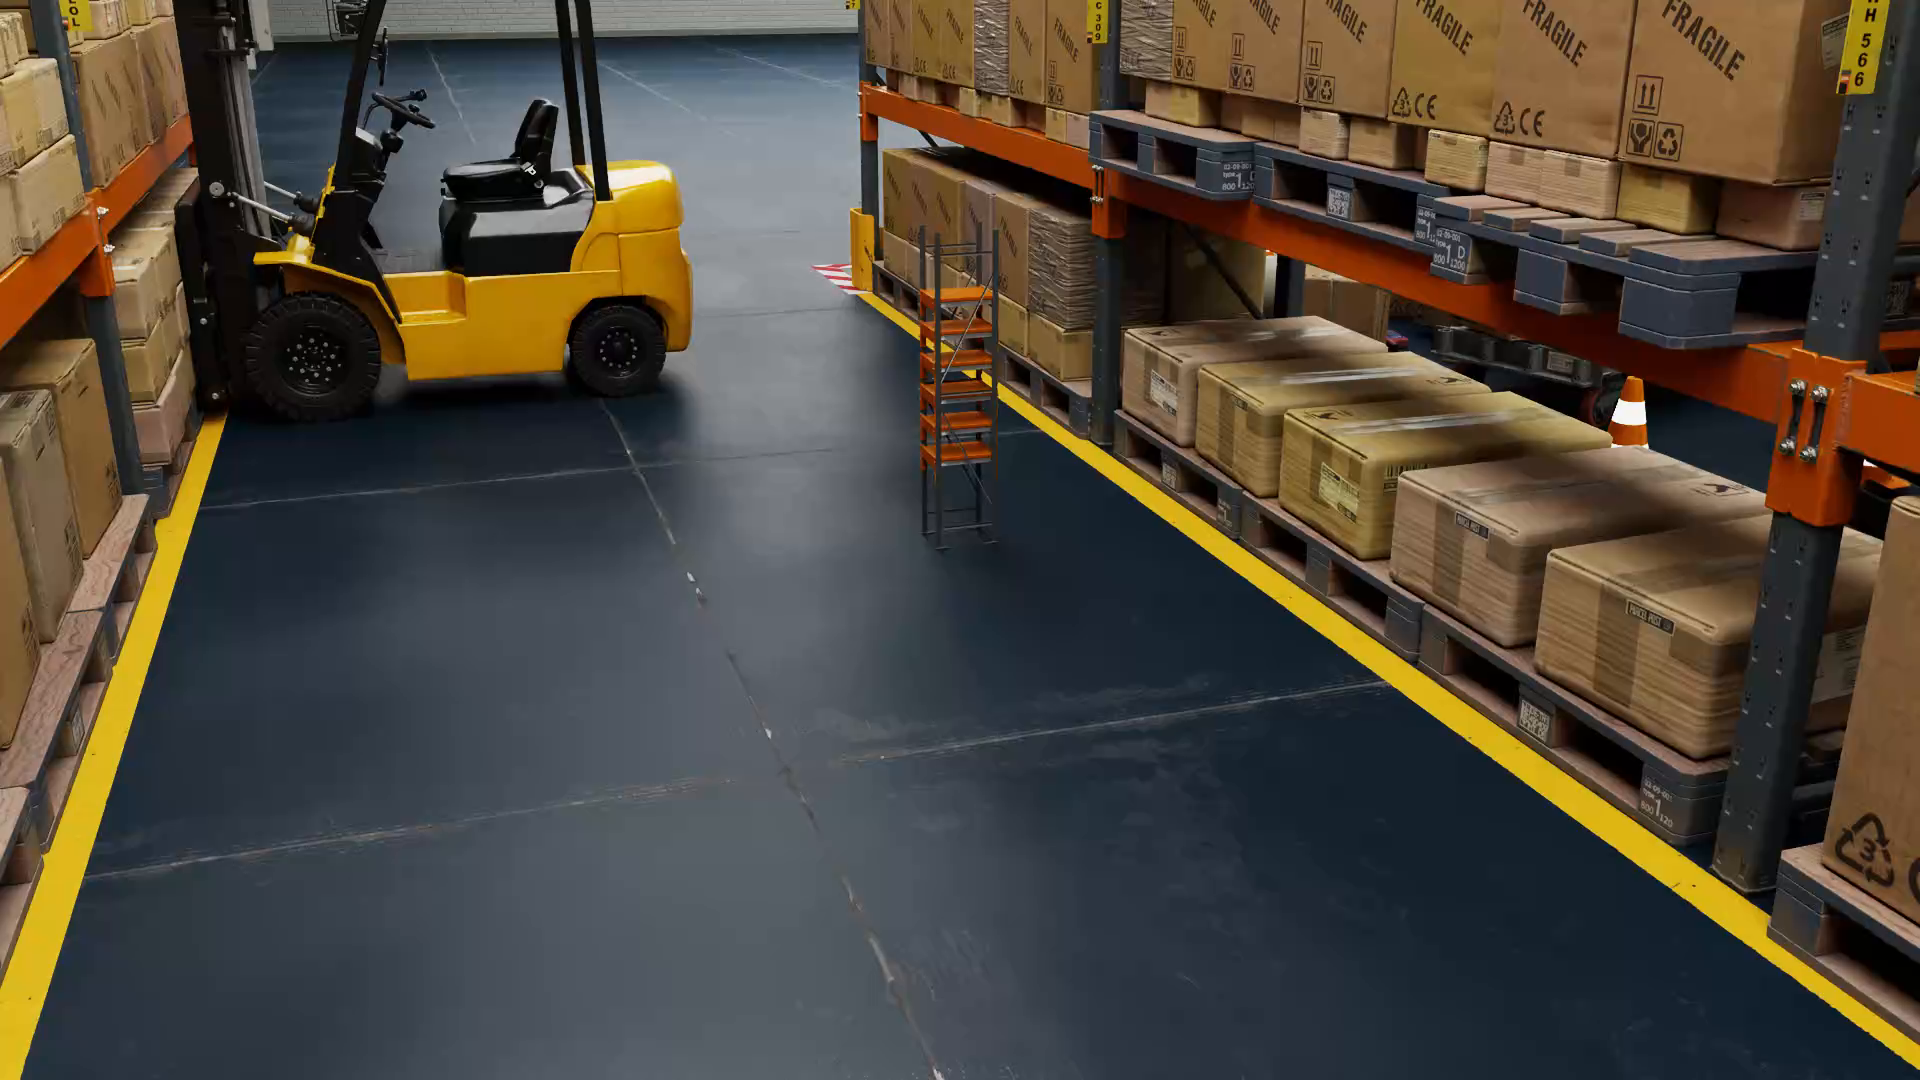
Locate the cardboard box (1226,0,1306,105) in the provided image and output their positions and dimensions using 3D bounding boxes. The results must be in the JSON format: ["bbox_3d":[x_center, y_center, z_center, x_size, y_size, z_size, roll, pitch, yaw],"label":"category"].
[{"bbox_3d":[1.269,-1.788,5.748,0.500,0.500,0.500,-7,21,-18],"label":"cardboard box"}]

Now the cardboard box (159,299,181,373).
[{"bbox_3d":[-3.636,-0.865,7.093,0.500,0.250,0.500,-6,21,-17],"label":"cardboard box"}]

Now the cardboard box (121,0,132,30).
[{"bbox_3d":[-3.935,-2.357,7.435,0.380,0.149,0.250,-7,21,-18],"label":"cardboard box"}]

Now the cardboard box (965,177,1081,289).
[{"bbox_3d":[0.330,-1.649,8.908,0.500,0.500,0.500,-5,20,-14],"label":"cardboard box"}]

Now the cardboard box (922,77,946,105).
[{"bbox_3d":[-0.005,-2.600,9.590,0.380,0.149,0.250,-6,21,-16],"label":"cardboard box"}]

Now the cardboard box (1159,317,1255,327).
[{"bbox_3d":[1.165,-1.027,8.284,0.500,0.250,0.500,-7,21,-20],"label":"cardboard box"}]

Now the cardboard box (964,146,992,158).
[{"bbox_3d":[0.336,-2.216,10.485,0.500,0.500,0.500,-6,21,-17],"label":"cardboard box"}]

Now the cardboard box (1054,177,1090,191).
[{"bbox_3d":[0.824,-1.717,9.095,0.500,0.500,0.500,-5,20,-14],"label":"cardboard box"}]

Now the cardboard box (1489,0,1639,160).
[{"bbox_3d":[1.771,-1.287,4.353,0.500,0.500,0.500,-7,21,-18],"label":"cardboard box"}]

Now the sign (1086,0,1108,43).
[{"bbox_3d":[0.581,-2.252,6.969,0.100,0.325,0.005,-6,21,-17],"label":"sign"}]

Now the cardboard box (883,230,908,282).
[{"bbox_3d":[-0.172,-1.804,10.448,0.500,0.250,0.500,-7,21,-18],"label":"cardboard box"}]

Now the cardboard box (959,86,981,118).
[{"bbox_3d":[0.214,-2.347,8.886,0.380,0.149,0.250,-6,21,-17],"label":"cardboard box"}]

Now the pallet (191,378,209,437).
[{"bbox_3d":[-4.214,-0.716,8.097,1.003,0.211,1.213,-6,21,-17],"label":"pallet"}]

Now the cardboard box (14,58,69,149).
[{"bbox_3d":[-3.220,-1.411,5.389,0.500,0.250,0.500,-7,21,-18],"label":"cardboard box"}]

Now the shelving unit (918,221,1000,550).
[{"bbox_3d":[-0.005,-0.569,6.227,0.258,1.200,0.189,-6,21,-17],"label":"shelving unit"}]

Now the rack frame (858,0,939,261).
[{"bbox_3d":[-0.163,-3.189,10.857,1.000,3.000,0.127,-6,21,-17],"label":"rack frame"}]

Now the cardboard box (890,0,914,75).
[{"bbox_3d":[-0.112,-3.028,9.822,0.500,0.500,0.500,-6,21,-16],"label":"cardboard box"}]

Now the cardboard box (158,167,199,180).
[{"bbox_3d":[-4.434,-1.920,9.291,0.500,0.250,0.500,-6,21,-15],"label":"cardboard box"}]

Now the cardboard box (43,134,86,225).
[{"bbox_3d":[-3.210,-1.172,5.464,0.500,0.250,0.500,-6,21,-16],"label":"cardboard box"}]

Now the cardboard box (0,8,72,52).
[{"bbox_3d":[-3.468,-1.859,6.047,0.380,0.149,0.250,-7,21,-18],"label":"cardboard box"}]

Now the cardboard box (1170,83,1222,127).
[{"bbox_3d":[1.038,-1.692,6.441,0.380,0.149,0.250,-6,21,-16],"label":"cardboard box"}]

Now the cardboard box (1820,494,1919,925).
[{"bbox_3d":[2.489,0.411,3.356,0.875,0.875,0.875,-7,21,-18],"label":"cardboard box"}]

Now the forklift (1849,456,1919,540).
[{"bbox_3d":[4.096,-1.371,5.897,1.130,2.935,3.031,-2,20,-5],"label":"forklift"}]

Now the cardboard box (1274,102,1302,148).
[{"bbox_3d":[1.317,-1.443,5.747,0.380,0.149,0.250,-6,21,-17],"label":"cardboard box"}]

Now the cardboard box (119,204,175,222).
[{"bbox_3d":[-3.947,-1.432,7.933,0.500,0.250,0.500,-7,21,-18],"label":"cardboard box"}]

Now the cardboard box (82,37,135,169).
[{"bbox_3d":[-3.688,-1.759,6.728,0.500,0.500,0.500,-6,21,-16],"label":"cardboard box"}]

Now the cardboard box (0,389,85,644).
[{"bbox_3d":[-3.206,-0.040,4.983,0.875,0.625,0.625,-7,21,-18],"label":"cardboard box"}]

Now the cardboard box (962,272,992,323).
[{"bbox_3d":[0.321,-1.303,9.054,0.500,0.250,0.500,-6,21,-16],"label":"cardboard box"}]

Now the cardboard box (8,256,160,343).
[{"bbox_3d":[-3.471,-0.939,6.561,0.500,0.250,0.500,-7,21,-18],"label":"cardboard box"}]

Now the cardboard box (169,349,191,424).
[{"bbox_3d":[-3.629,-0.632,7.184,0.500,0.250,0.500,-7,21,-18],"label":"cardboard box"}]

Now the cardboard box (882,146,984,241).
[{"bbox_3d":[-0.164,-2.149,10.300,0.500,0.500,0.500,-7,21,-19],"label":"cardboard box"}]

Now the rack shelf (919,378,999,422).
[{"bbox_3d":[-0.005,-0.528,6.242,0.258,0.103,0.180,-6,21,-17],"label":"rack shelf"}]

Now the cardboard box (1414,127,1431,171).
[{"bbox_3d":[1.619,-1.198,5.065,0.380,0.149,0.250,-6,21,-17],"label":"cardboard box"}]

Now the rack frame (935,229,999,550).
[{"bbox_3d":[0.024,-0.540,6.145,0.240,1.200,0.006,-6,21,-17],"label":"rack frame"}]

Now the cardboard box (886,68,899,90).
[{"bbox_3d":[-0.253,-2.939,10.534,0.380,0.149,0.250,-6,21,-17],"label":"cardboard box"}]

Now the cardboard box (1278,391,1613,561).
[{"bbox_3d":[1.710,-0.245,5.926,0.950,0.372,0.625,-6,21,-15],"label":"cardboard box"}]

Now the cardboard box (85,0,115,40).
[{"bbox_3d":[-3.666,-2.110,6.745,0.380,0.149,0.250,-6,21,-16],"label":"cardboard box"}]

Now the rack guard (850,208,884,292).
[{"bbox_3d":[-0.139,-1.988,11.211,1.175,0.500,0.348,-6,21,-17],"label":"rack guard"}]

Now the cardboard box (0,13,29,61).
[{"bbox_3d":[-3.299,-1.643,5.445,0.380,0.149,0.250,-6,21,-15],"label":"cardboard box"}]

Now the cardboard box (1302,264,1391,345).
[{"bbox_3d":[2.049,-1.218,9.065,0.500,0.500,0.500,8,21,20],"label":"cardboard box"}]

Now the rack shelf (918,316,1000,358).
[{"bbox_3d":[-0.005,-0.753,6.160,0.258,0.103,0.180,-6,21,-17],"label":"rack shelf"}]

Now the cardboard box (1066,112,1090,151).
[{"bbox_3d":[0.703,-1.858,7.522,0.380,0.149,0.250,-7,21,-18],"label":"cardboard box"}]

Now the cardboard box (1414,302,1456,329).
[{"bbox_3d":[3.094,-1.484,9.602,0.797,0.637,0.503,-6,21,-17],"label":"cardboard box"}]

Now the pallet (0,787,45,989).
[{"bbox_3d":[-2.582,0.951,3.456,1.003,0.211,1.213,-6,21,-17],"label":"pallet"}]

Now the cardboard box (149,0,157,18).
[{"bbox_3d":[-4.367,-2.762,8.562,0.380,0.149,0.250,-6,21,-16],"label":"cardboard box"}]

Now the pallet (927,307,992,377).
[{"bbox_3d":[0.462,-1.197,9.436,1.003,0.211,1.213,-6,21,-17],"label":"pallet"}]

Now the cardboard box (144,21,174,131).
[{"bbox_3d":[-4.155,-2.245,8.082,0.500,0.500,0.500,-7,21,-18],"label":"cardboard box"}]

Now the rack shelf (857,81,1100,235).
[{"bbox_3d":[0.465,-2.208,9.191,1.077,0.370,4.000,-6,21,-17],"label":"rack shelf"}]

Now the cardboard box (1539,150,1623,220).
[{"bbox_3d":[1.750,-0.935,4.334,0.380,0.149,0.250,-7,21,-18],"label":"cardboard box"}]

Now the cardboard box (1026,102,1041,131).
[{"bbox_3d":[0.546,-2.110,8.226,0.380,0.149,0.250,-7,21,-18],"label":"cardboard box"}]

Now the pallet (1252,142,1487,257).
[{"bbox_3d":[1.690,-1.162,5.498,1.003,0.211,1.213,-6,21,-17],"label":"pallet"}]

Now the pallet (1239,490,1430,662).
[{"bbox_3d":[1.727,0.049,5.967,1.003,0.211,1.213,-6,21,-17],"label":"pallet"}]

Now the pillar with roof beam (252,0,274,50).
[{"bbox_3d":[-10.854,-15.249,35.559,9.100,9.000,0.400,-6,21,-17],"label":"pillar with roof beam"}]

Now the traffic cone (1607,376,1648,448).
[{"bbox_3d":[2.813,-0.462,7.018,0.336,0.463,0.334,-6,21,-17],"label":"traffic cone"}]

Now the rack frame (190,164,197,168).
[{"bbox_3d":[-4.874,-2.660,9.385,1.000,3.000,0.127,-6,21,-17],"label":"rack frame"}]

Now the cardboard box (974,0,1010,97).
[{"bbox_3d":[0.382,-2.539,8.459,0.500,0.500,0.500,-6,21,-16],"label":"cardboard box"}]
